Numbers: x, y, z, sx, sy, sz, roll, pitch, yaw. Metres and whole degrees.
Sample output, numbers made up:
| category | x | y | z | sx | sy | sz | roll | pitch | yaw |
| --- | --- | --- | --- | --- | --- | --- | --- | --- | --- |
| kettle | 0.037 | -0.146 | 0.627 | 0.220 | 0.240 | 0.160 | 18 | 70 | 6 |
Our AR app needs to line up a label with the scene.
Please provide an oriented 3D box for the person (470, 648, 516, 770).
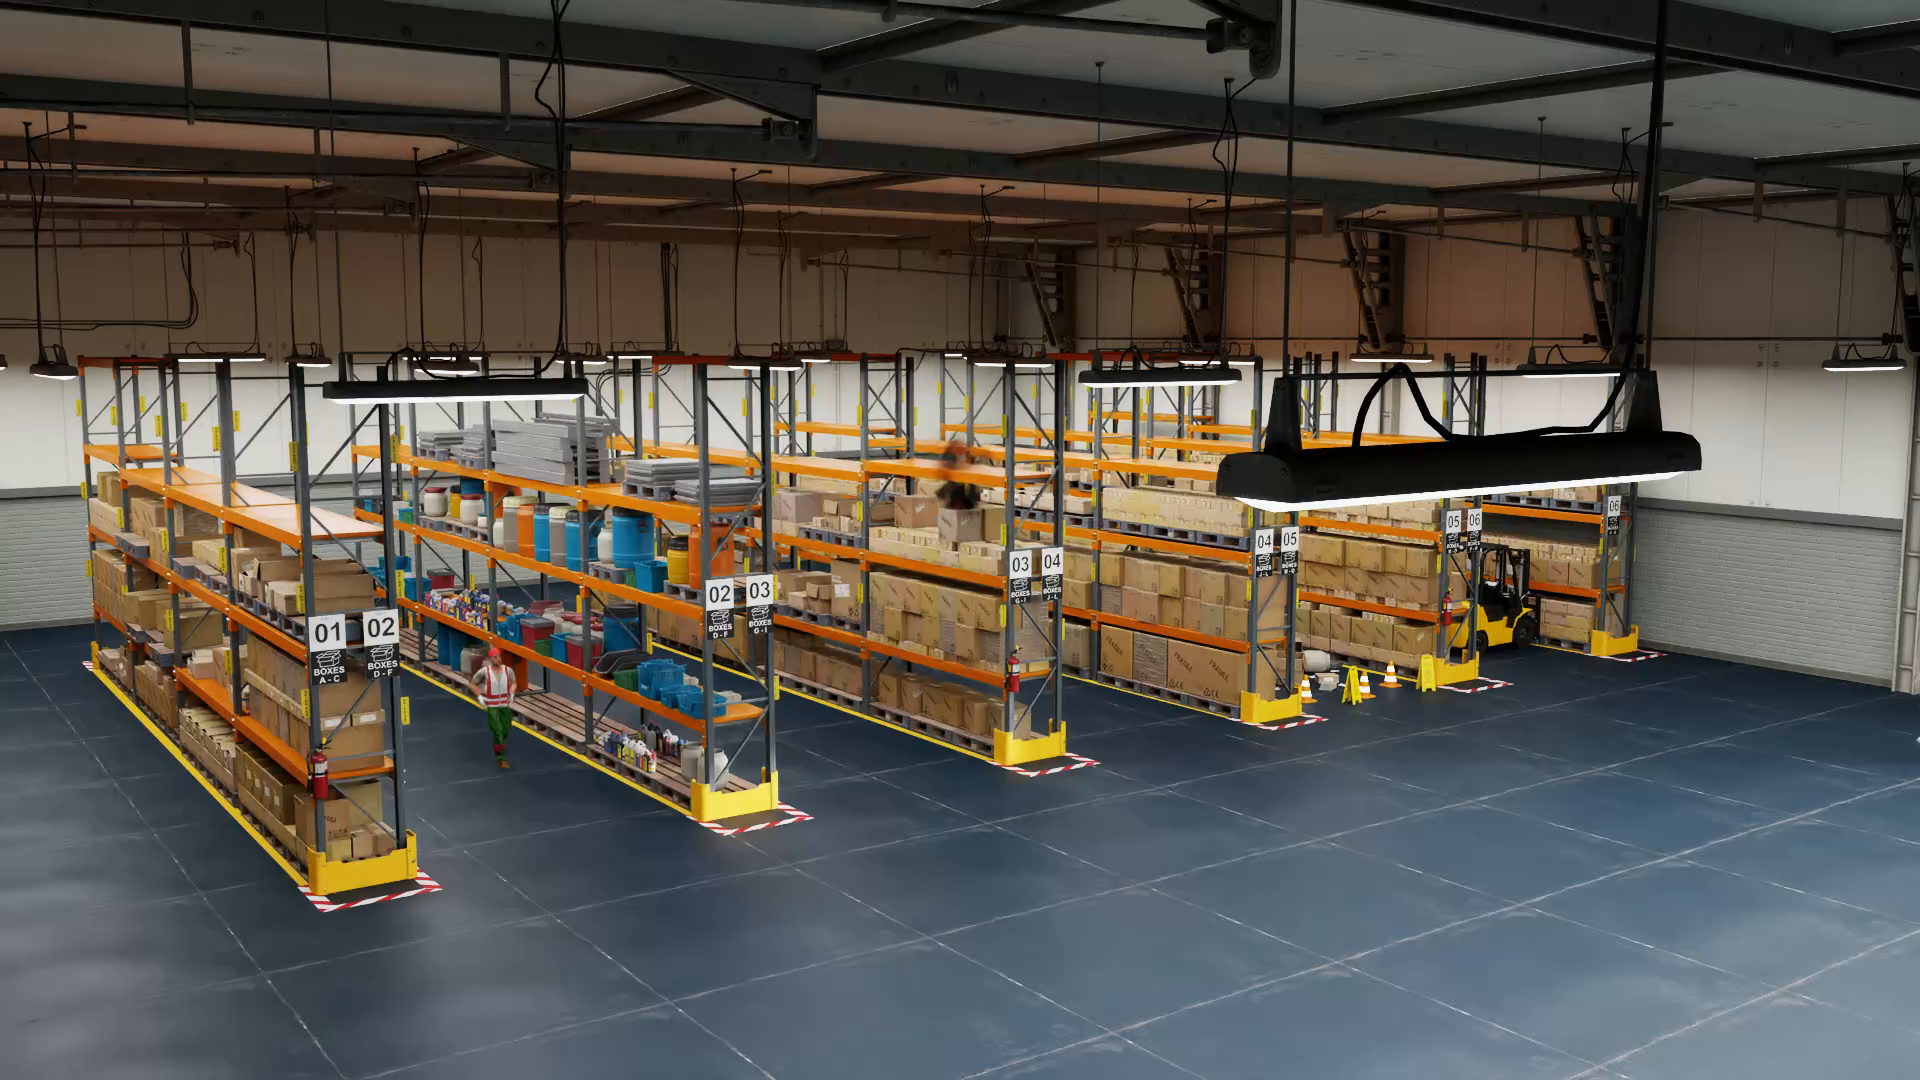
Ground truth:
| category | x | y | z | sx | sy | sz | roll | pitch | yaw |
| --- | --- | --- | --- | --- | --- | --- | --- | --- | --- |
| person | -6.870 | 2.470 | 24.649 | 0.664 | 1.776 | 0.753 | -5 | 8 | -34 |

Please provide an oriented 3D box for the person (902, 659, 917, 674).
| category | x | y | z | sx | sy | sz | roll | pitch | yaw |
| --- | --- | --- | --- | --- | --- | --- | --- | --- | --- |
| person | -0.970 | 1.722 | 31.450 | 0.598 | 1.646 | 0.583 | -6 | 9 | -42 |
